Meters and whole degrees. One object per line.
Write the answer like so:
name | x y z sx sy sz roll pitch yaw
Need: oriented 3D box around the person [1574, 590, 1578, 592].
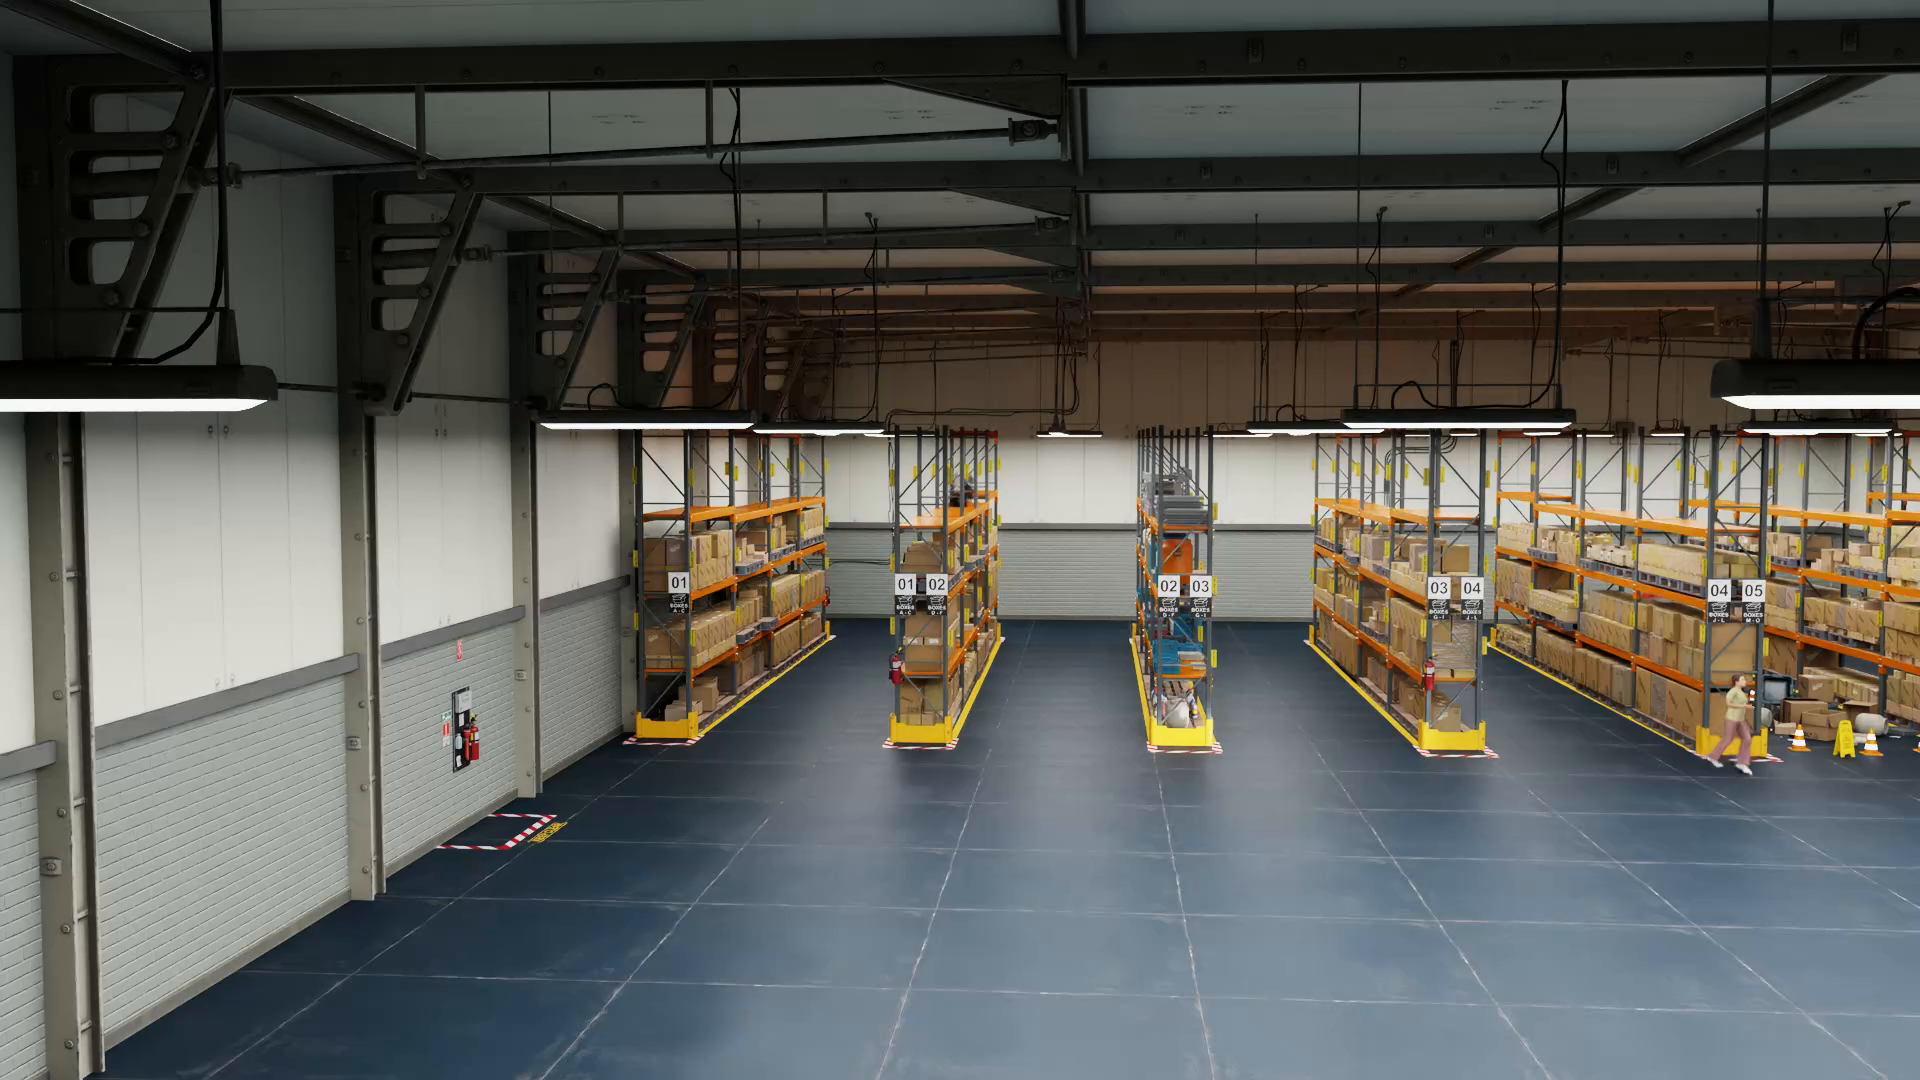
person | 16.943 2.167 45.559 0.634 1.673 0.697 0 3 -1

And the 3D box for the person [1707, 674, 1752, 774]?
person | 13.411 3.162 28.833 0.575 1.715 0.773 -3 4 -37

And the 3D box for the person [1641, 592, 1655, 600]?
person | 19.583 2.046 47.255 0.885 1.727 0.654 1 4 16
